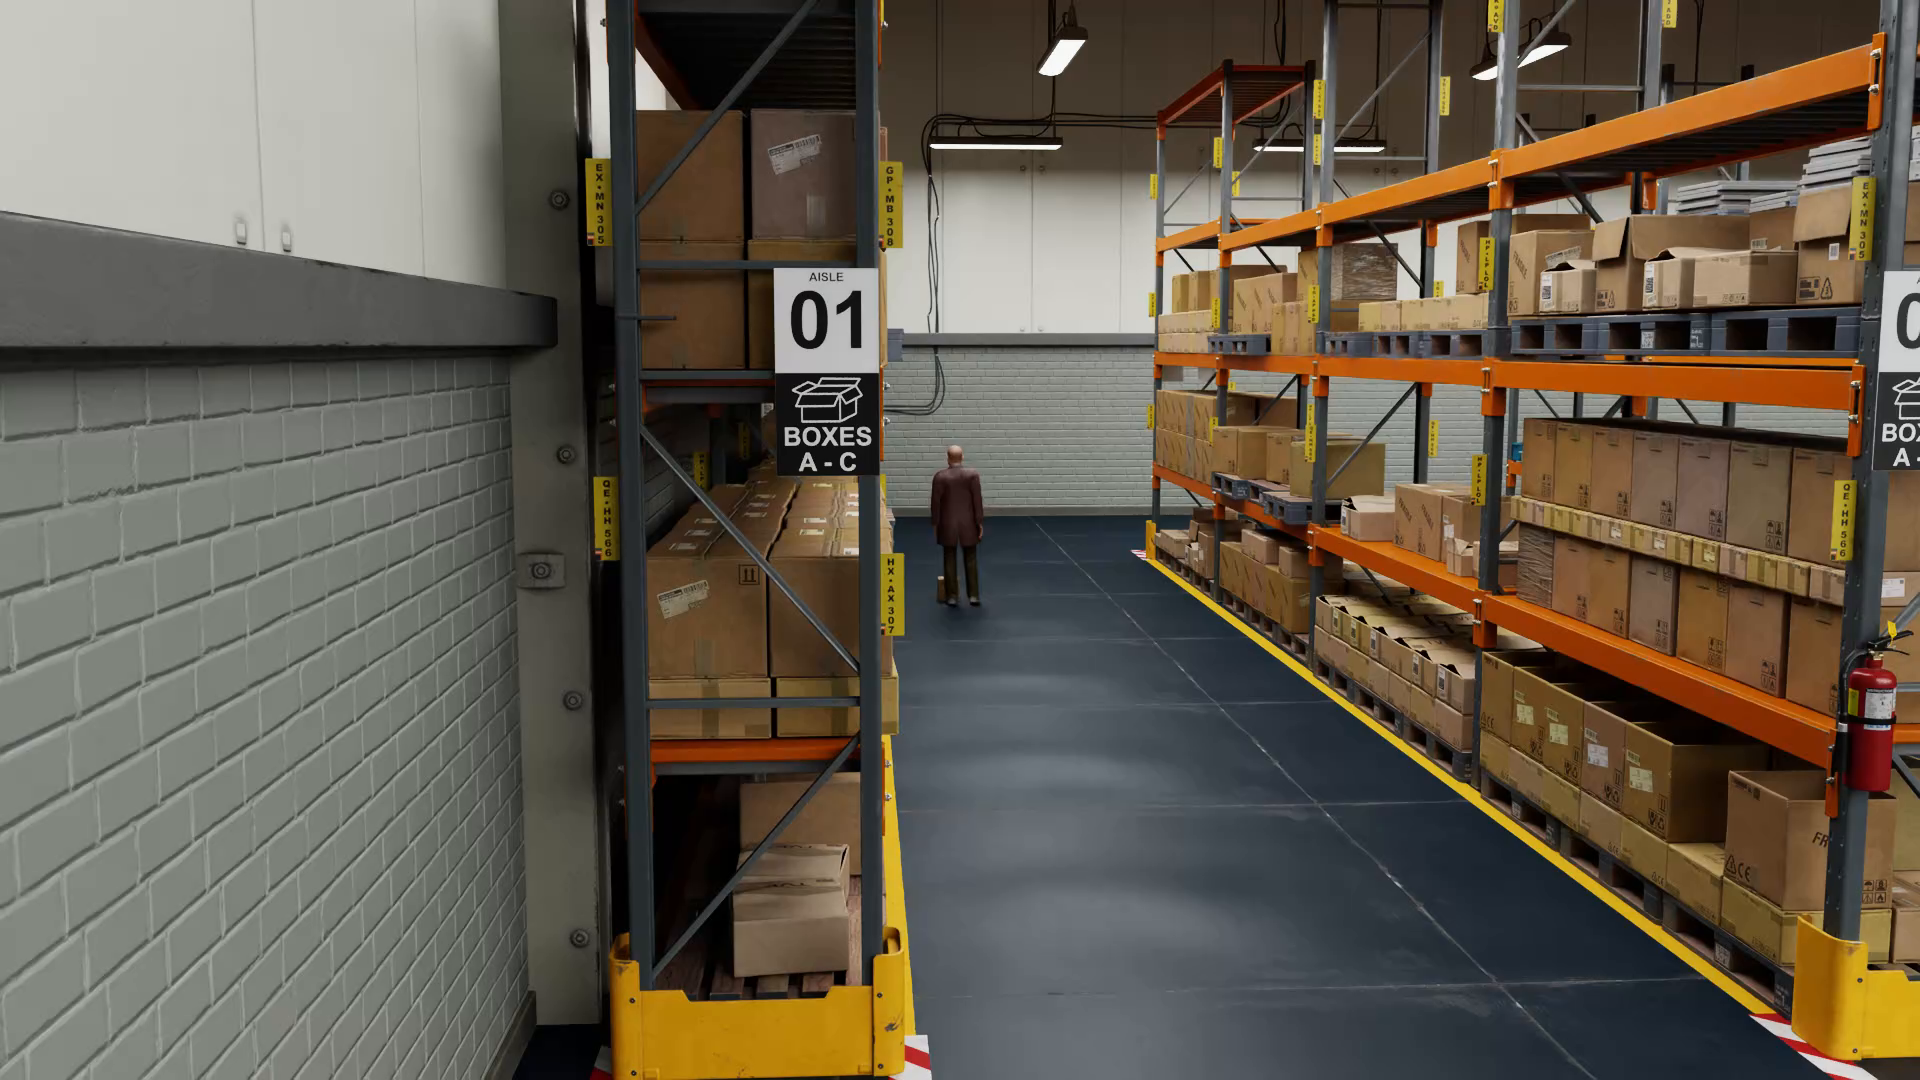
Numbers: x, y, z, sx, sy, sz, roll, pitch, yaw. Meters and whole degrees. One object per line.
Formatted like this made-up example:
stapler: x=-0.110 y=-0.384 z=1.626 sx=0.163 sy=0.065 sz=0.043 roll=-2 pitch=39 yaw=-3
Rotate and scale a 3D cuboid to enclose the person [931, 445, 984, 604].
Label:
person: x=-0.036 y=-0.167 z=18.563 sx=0.594 sy=1.786 sz=0.472 roll=0 pitch=7 yaw=-4
